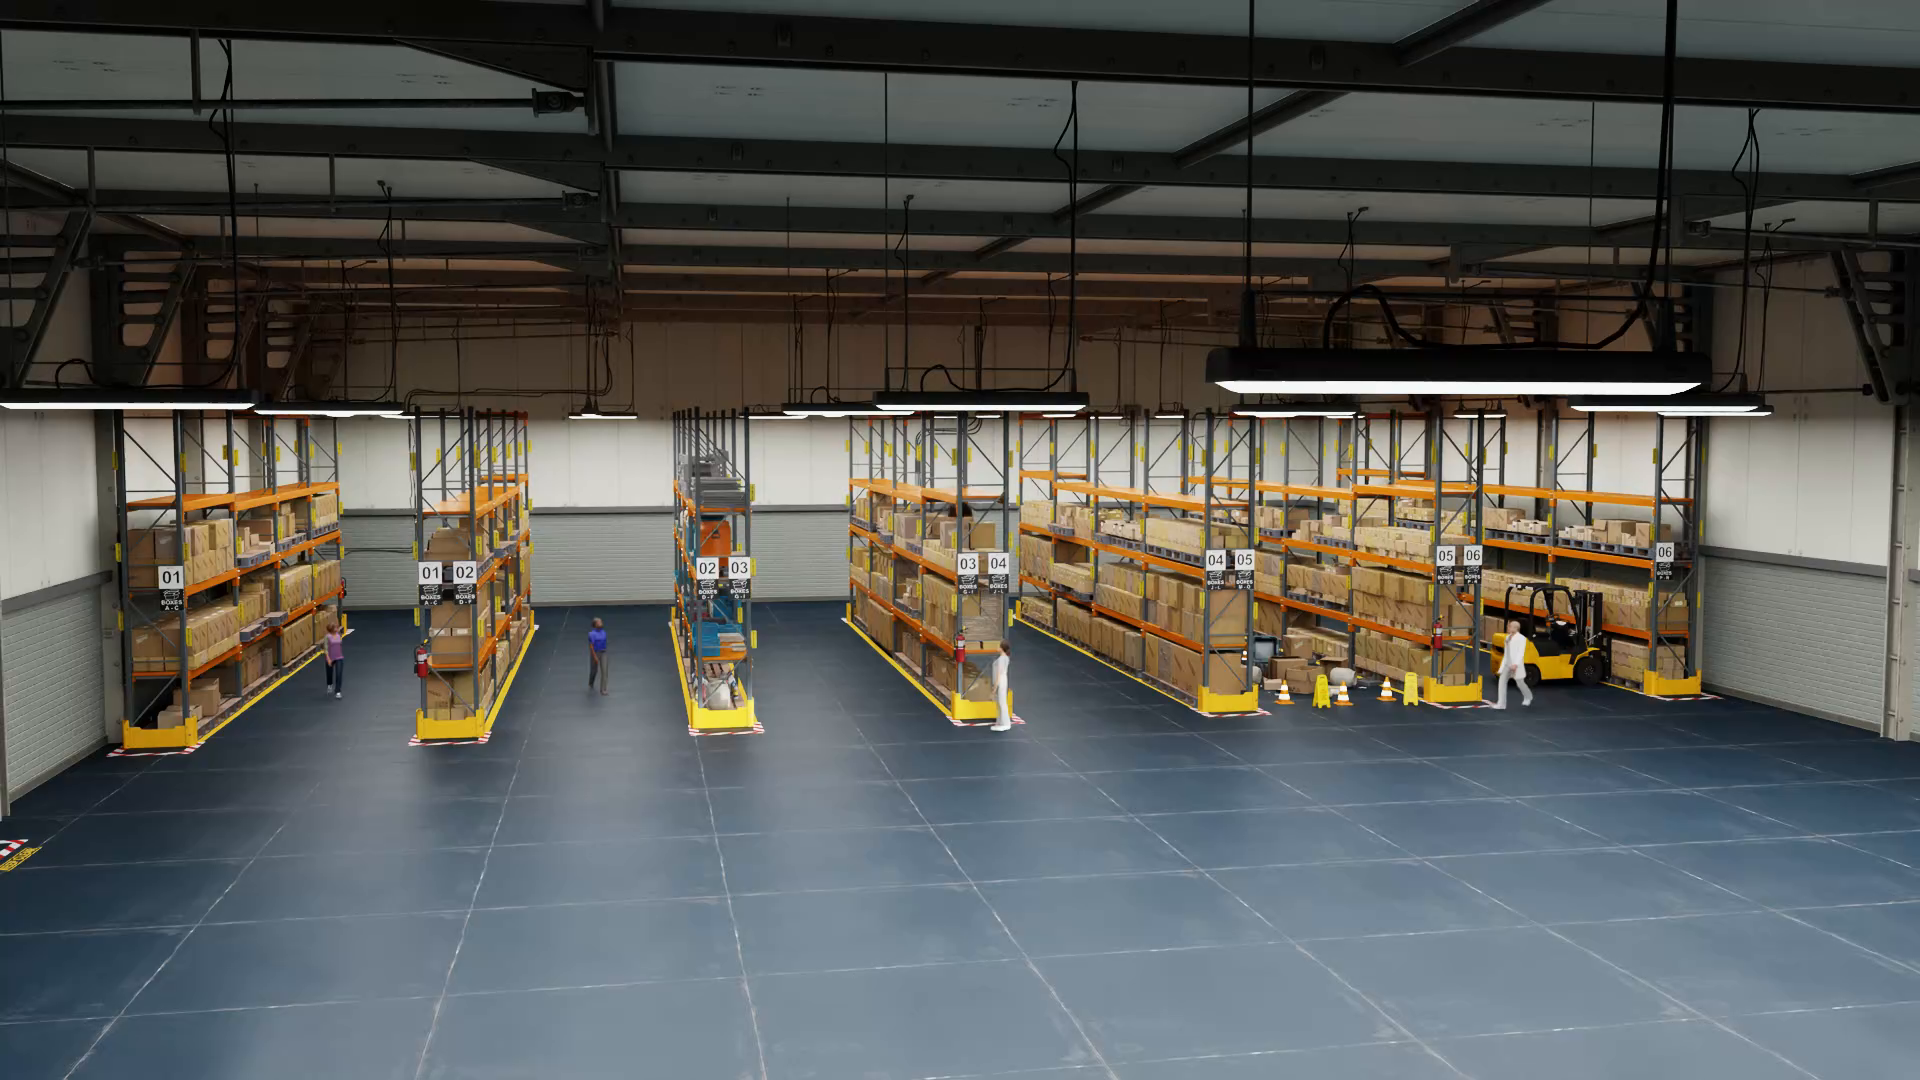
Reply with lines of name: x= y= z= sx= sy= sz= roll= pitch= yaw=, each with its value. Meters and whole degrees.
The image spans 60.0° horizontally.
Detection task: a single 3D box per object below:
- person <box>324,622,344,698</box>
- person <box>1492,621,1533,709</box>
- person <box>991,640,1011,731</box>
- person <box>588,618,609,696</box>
person: x=-13.020 y=2.492 z=34.570 sx=0.393 sy=1.523 sz=0.779 roll=-2 pitch=4 yaw=-22
person: x=11.035 y=2.488 z=33.114 sx=1.079 sy=1.747 sz=0.531 roll=-4 pitch=5 yaw=-42
person: x=0.752 y=2.694 z=30.816 sx=0.374 sy=1.676 sz=0.539 roll=0 pitch=4 yaw=-2
person: x=-7.598 y=2.427 z=34.894 sx=0.414 sy=1.599 sz=0.878 roll=-2 pitch=4 yaw=-21
